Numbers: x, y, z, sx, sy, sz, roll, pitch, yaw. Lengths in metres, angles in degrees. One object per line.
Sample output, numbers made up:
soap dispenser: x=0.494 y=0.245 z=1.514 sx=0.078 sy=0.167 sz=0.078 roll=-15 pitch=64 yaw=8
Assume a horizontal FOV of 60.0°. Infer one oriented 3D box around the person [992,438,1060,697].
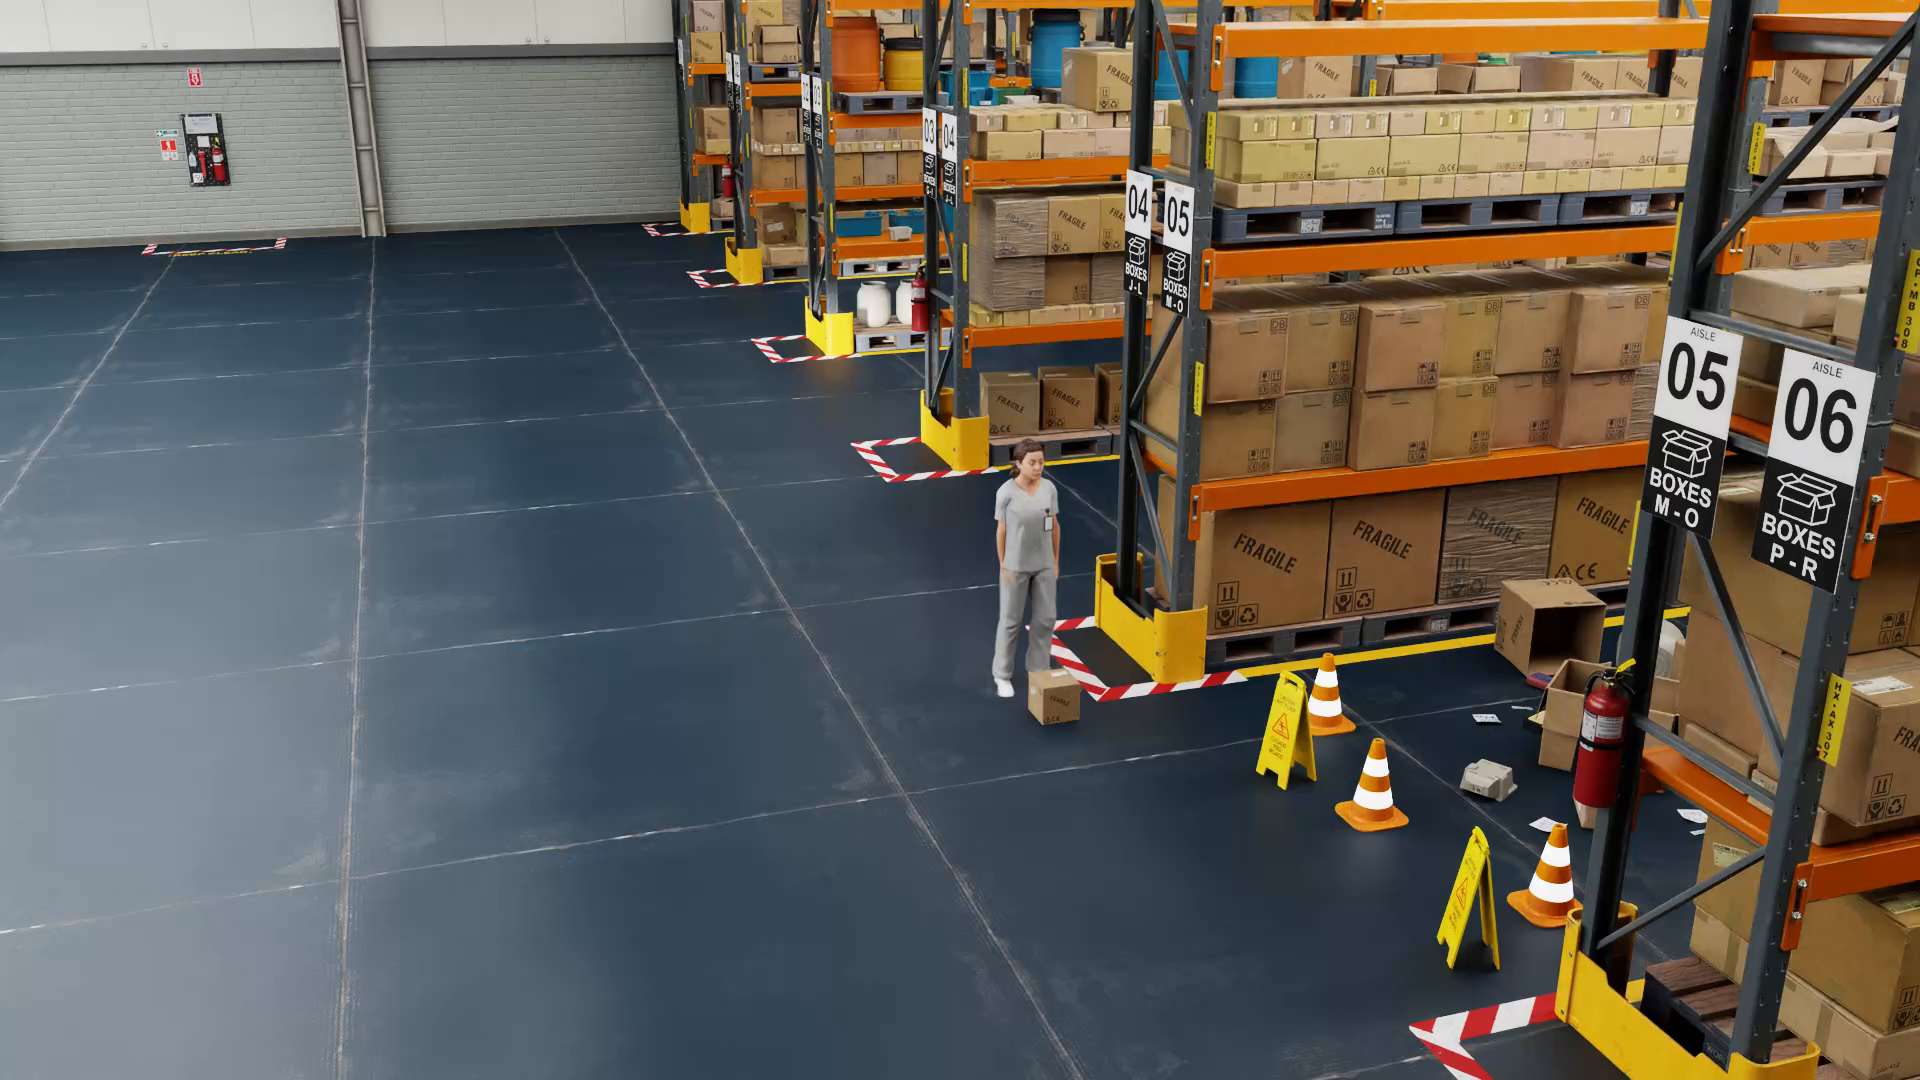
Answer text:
person: x=0.432 y=0.169 z=10.618 sx=0.437 sy=1.677 sz=0.363 roll=-7 pitch=21 yaw=-20
